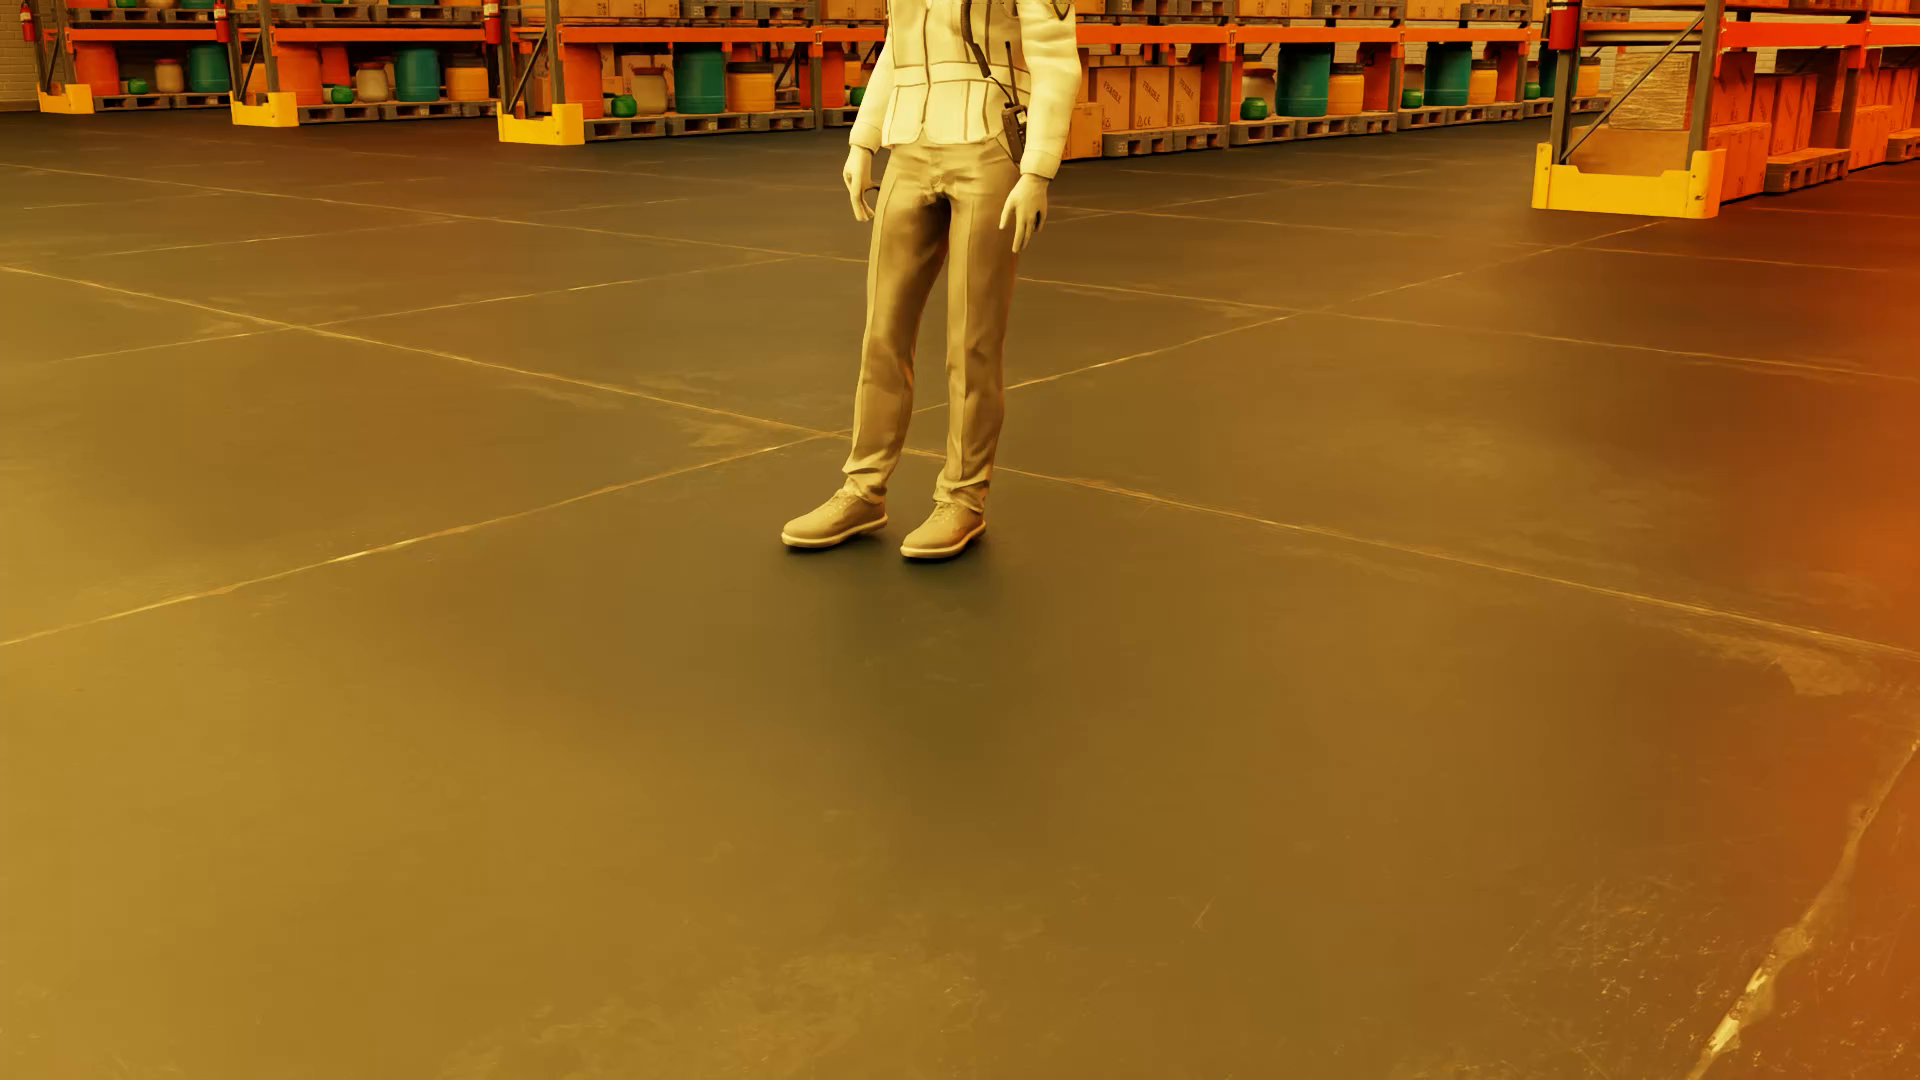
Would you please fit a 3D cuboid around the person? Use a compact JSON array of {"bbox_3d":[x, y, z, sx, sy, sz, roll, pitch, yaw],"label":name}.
[{"bbox_3d":[-0.048,-0.804,3.648,0.587,1.696,0.534,13,21,37],"label":"person"}]
